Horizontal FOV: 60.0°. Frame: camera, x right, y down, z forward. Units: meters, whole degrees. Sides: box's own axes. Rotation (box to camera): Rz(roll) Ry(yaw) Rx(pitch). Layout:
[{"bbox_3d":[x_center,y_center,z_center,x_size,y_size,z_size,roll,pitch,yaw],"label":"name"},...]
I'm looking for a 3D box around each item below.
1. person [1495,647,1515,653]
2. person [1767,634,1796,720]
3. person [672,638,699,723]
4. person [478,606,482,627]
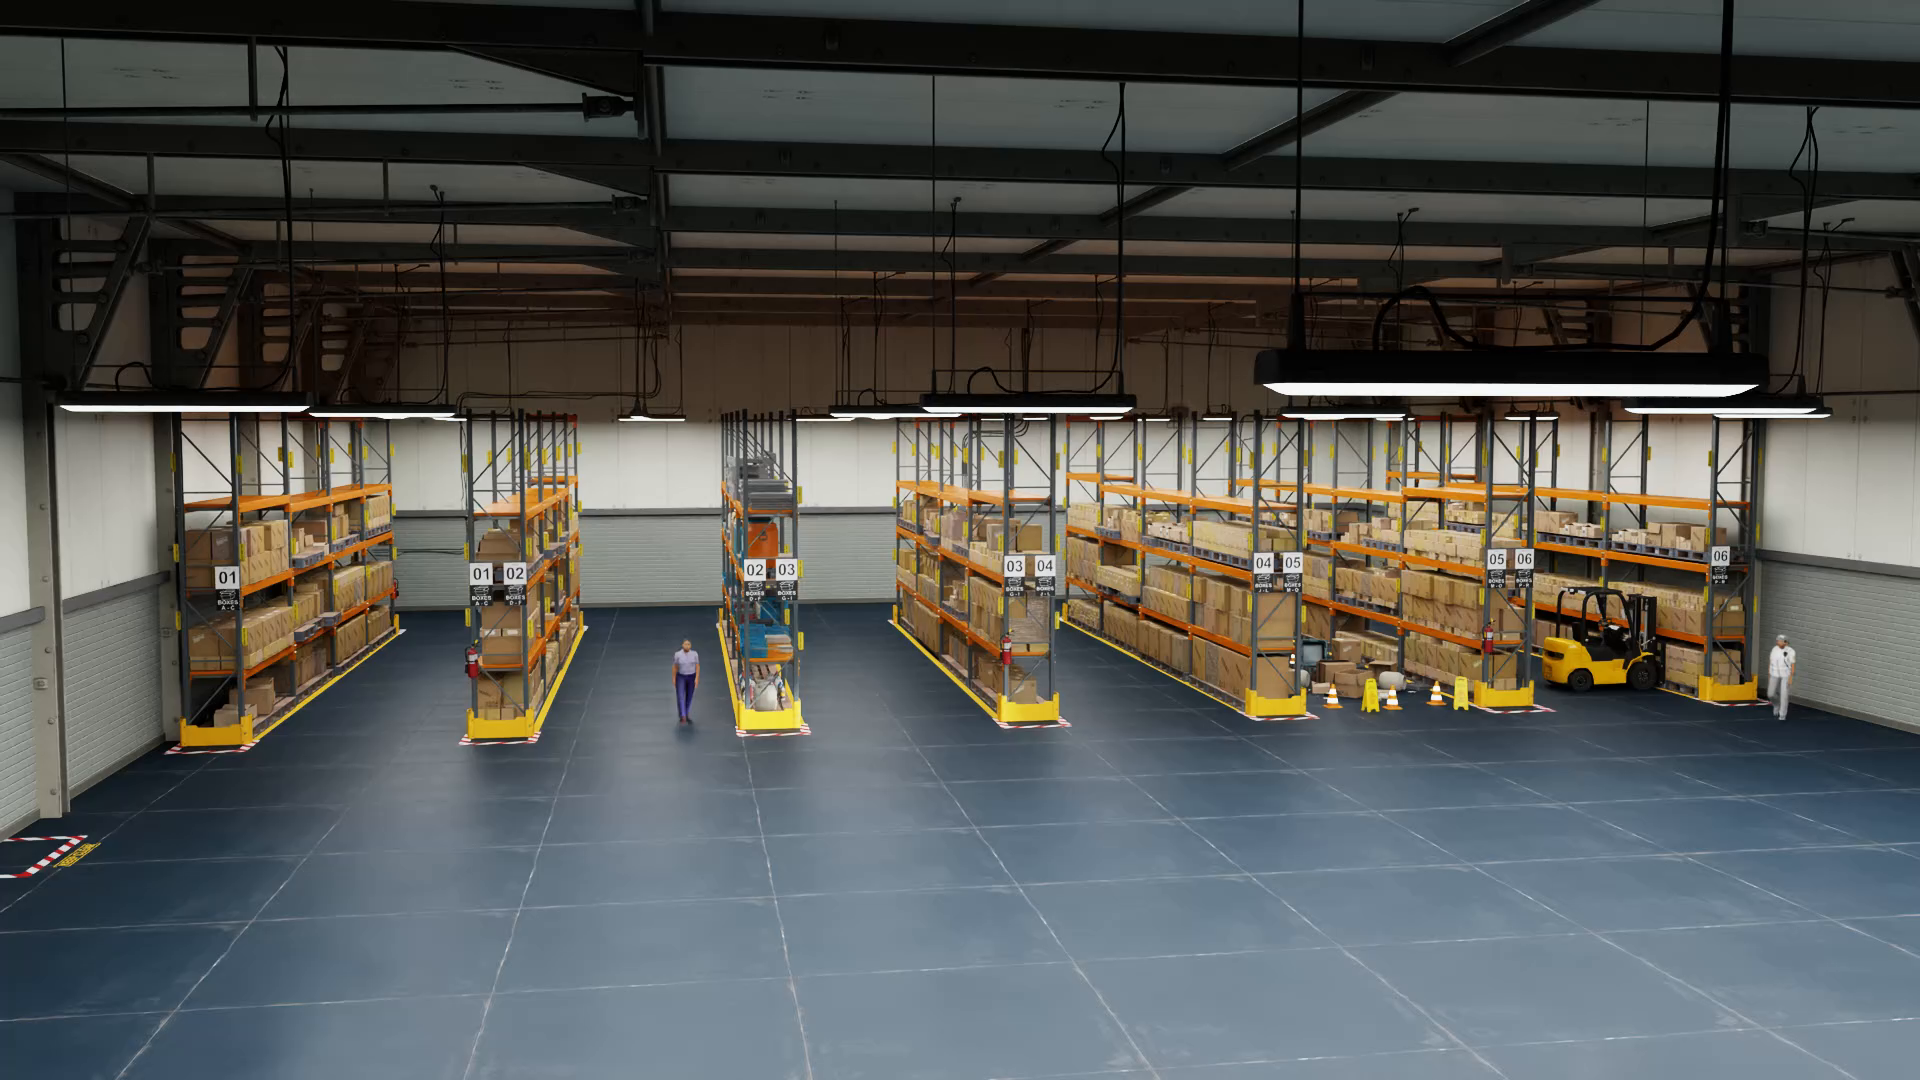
[{"bbox_3d":[12.499,2.265,38.098,0.585,1.616,0.716,-1,4,-9],"label":"person"},{"bbox_3d":[15.911,2.635,32.168,0.471,1.651,0.552,3,5,38],"label":"person"},{"bbox_3d":[-5.241,2.680,31.861,0.526,1.593,0.990,-2,4,-26],"label":"person"},{"bbox_3d":[-12.029,1.975,42.344,0.454,1.540,0.972,-1,4,-11],"label":"person"}]
